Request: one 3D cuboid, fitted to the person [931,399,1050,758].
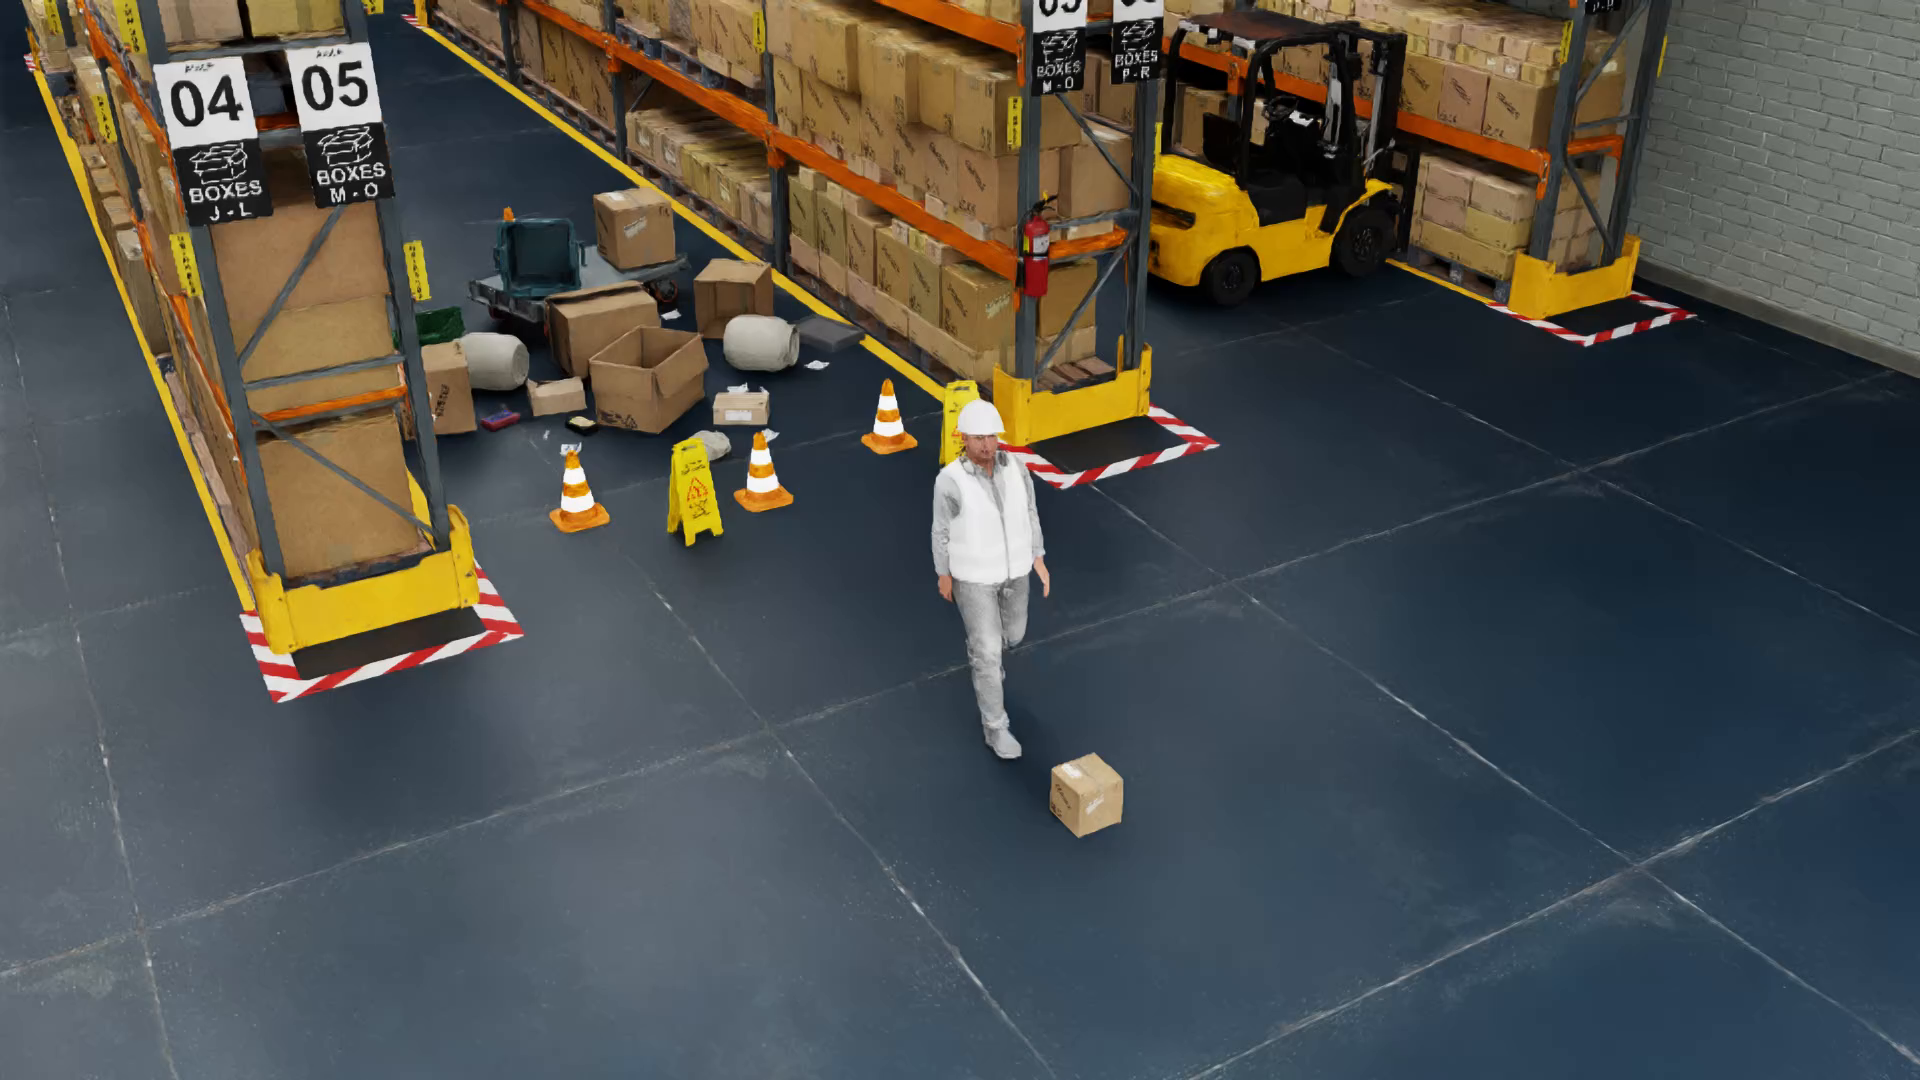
[{"bbox_3d":[0.176,0.156,8.265,0.538,1.744,0.894,-16,33,-26],"label":"person"}]
